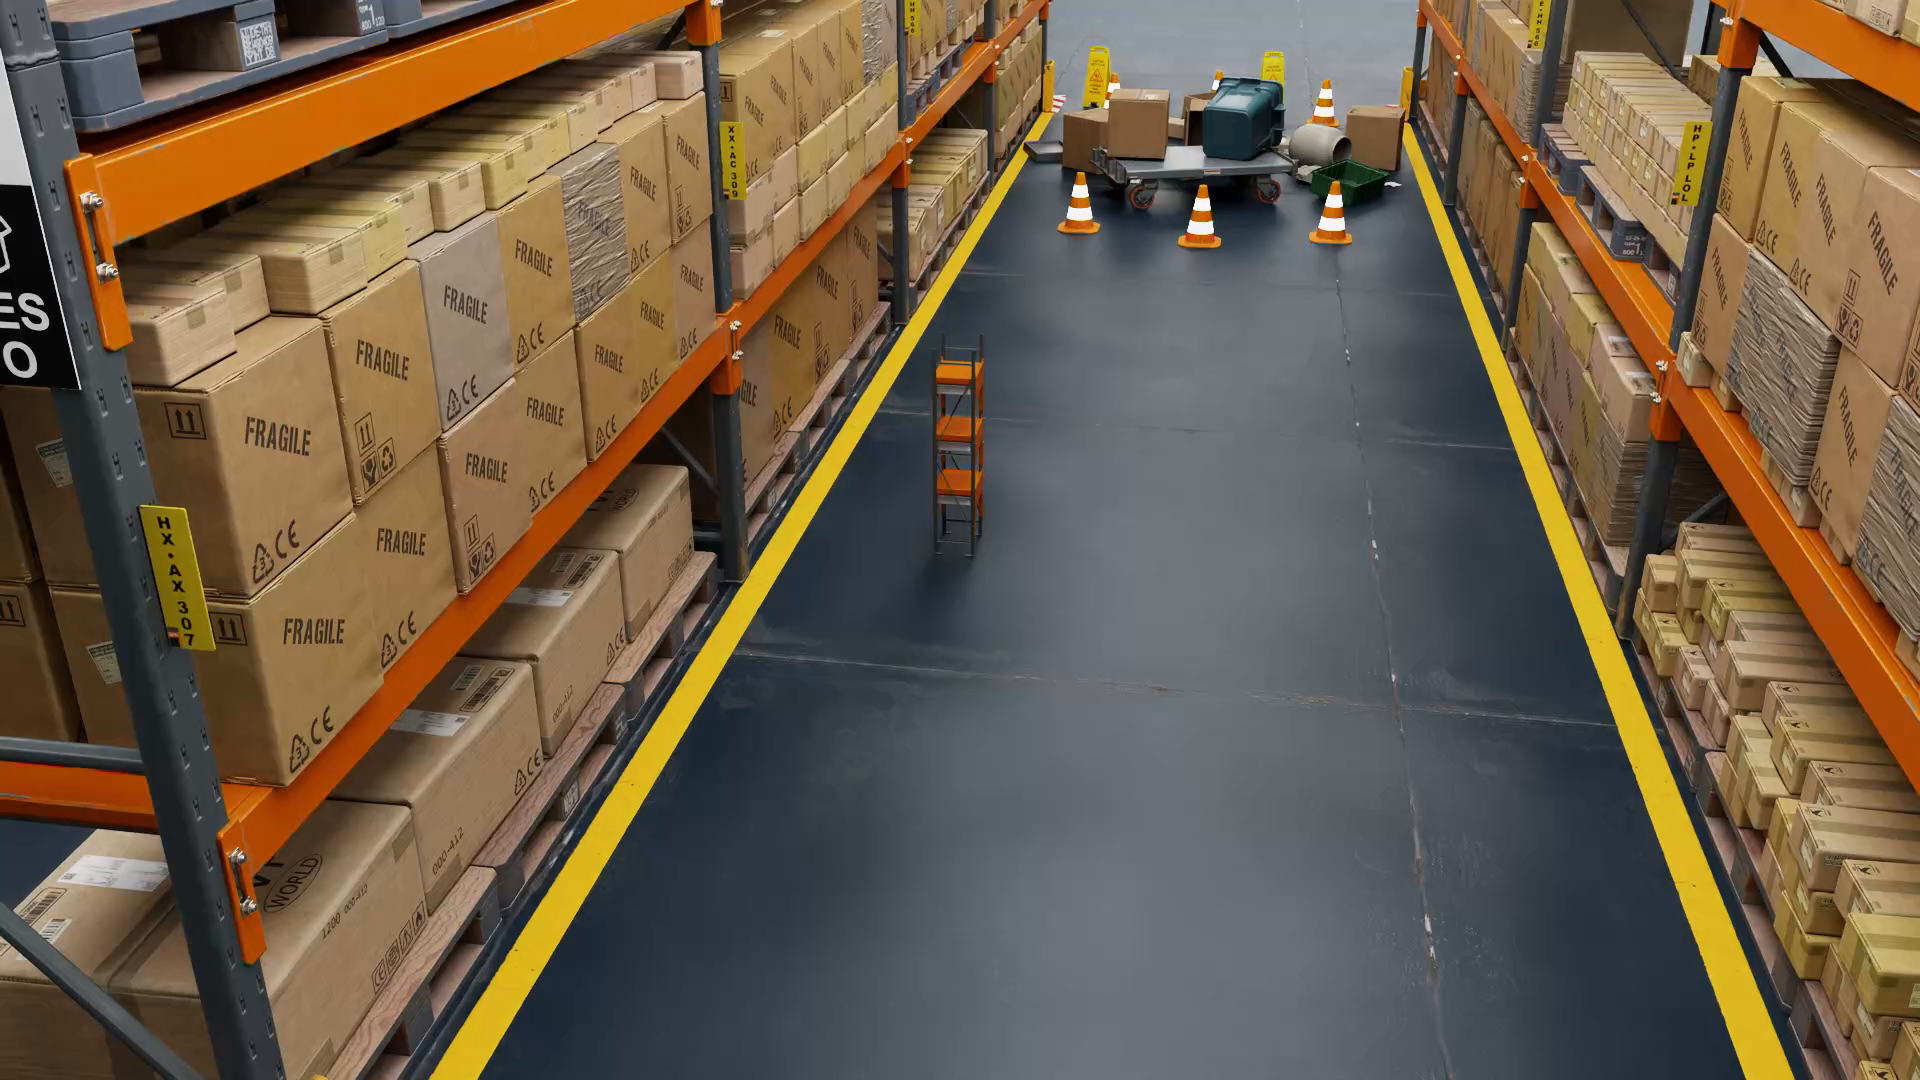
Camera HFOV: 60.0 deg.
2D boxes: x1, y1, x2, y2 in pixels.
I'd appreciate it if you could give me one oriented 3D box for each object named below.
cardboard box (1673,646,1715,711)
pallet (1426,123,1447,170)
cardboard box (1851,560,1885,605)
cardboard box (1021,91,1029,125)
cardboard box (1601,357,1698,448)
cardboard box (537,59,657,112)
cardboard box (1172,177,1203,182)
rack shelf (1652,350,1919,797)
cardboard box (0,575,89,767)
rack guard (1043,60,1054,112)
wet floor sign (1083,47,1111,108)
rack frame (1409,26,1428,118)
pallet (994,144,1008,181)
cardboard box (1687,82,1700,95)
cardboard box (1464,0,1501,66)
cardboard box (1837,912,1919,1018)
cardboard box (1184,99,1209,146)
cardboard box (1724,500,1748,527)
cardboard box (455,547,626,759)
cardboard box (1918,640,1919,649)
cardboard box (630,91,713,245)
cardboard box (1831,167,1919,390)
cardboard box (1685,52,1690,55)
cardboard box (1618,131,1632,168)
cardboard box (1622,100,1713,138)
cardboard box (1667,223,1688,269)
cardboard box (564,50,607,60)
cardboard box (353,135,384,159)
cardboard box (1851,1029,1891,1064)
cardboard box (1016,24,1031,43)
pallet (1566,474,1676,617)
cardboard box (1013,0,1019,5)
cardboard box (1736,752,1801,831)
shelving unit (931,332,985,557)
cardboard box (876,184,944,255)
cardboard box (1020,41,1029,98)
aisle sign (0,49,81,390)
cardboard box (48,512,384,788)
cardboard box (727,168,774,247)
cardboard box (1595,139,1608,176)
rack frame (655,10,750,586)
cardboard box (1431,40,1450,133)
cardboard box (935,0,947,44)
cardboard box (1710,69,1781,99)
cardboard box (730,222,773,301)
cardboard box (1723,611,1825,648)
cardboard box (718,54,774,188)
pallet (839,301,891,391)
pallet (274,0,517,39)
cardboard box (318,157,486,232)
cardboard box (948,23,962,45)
[{"bbox_3d":[2.988,0.546,6.413,0.380,0.149,0.250,4,25,8],"label":"cardboard box"},{"bbox_3d":[5.103,-3.811,16.144,1.003,0.211,1.213,4,25,9],"label":"pallet"},{"bbox_3d":[2.843,0.082,4.833,0.380,0.149,0.250,4,25,9],"label":"cardboard box"},{"bbox_3d":[0.419,-4.376,16.810,0.500,0.250,0.500,3,25,7],"label":"cardboard box"},{"bbox_3d":[3.270,-0.631,7.628,0.500,0.250,0.500,3,25,7],"label":"cardboard box"},{"bbox_3d":[-1.389,-1.743,6.373,0.380,0.149,0.250,5,25,10],"label":"cardboard box"},{"bbox_3d":[2.055,-3.504,15.424,0.258,0.266,0.396,-14,29,-27],"label":"cardboard box"},{"bbox_3d":[3.070,0.258,5.009,1.077,0.370,4.000,4,25,9],"label":"rack shelf"},{"bbox_3d":[-2.339,0.203,4.161,0.500,0.500,0.500,4,25,9],"label":"cardboard box"},{"bbox_3d":[0.446,-5.060,18.470,1.175,0.500,0.348,4,25,9],"label":"rack guard"},{"bbox_3d":[1.545,-5.163,18.518,0.267,0.644,0.232,13,28,26],"label":"wet floor sign"},{"bbox_3d":[5.358,-5.923,17.365,1.000,3.000,0.127,4,25,9],"label":"rack frame"},{"bbox_3d":[-0.120,-3.571,15.630,1.003,0.211,1.213,4,25,9],"label":"pallet"},{"bbox_3d":[4.420,-2.550,9.610,0.380,0.149,0.250,5,25,10],"label":"cardboard box"},{"bbox_3d":[4.353,-4.094,13.340,0.500,0.500,0.500,4,25,9],"label":"cardboard box"},{"bbox_3d":[2.595,1.143,4.435,0.380,0.149,0.250,3,25,7],"label":"cardboard box"},{"bbox_3d":[2.524,-3.853,15.727,0.797,0.637,0.503,4,25,9],"label":"cardboard box"},{"bbox_3d":[3.780,-0.253,7.705,0.500,0.500,0.500,5,26,11],"label":"cardboard box"},{"bbox_3d":[-1.857,0.395,6.395,0.875,0.438,0.875,3,25,7],"label":"cardboard box"},{"bbox_3d":[2.652,0.168,3.884,0.500,0.500,0.500,4,25,8],"label":"cardboard box"},{"bbox_3d":[-1.307,-1.486,6.590,0.500,0.500,0.500,4,25,8],"label":"cardboard box"},{"bbox_3d":[2.815,-0.724,4.610,0.500,0.500,0.500,3,25,7],"label":"cardboard box"},{"bbox_3d":[4.471,-3.004,11.012,0.500,0.500,0.500,4,25,8],"label":"cardboard box"},{"bbox_3d":[3.525,-1.948,8.324,0.380,0.149,0.250,5,26,10],"label":"cardboard box"},{"bbox_3d":[3.527,-2.089,8.274,0.380,0.149,0.250,4,25,8],"label":"cardboard box"},{"bbox_3d":[3.309,-1.269,7.224,0.380,0.149,0.250,4,25,9],"label":"cardboard box"},{"bbox_3d":[-1.677,-1.907,7.489,0.500,0.500,0.500,5,26,10],"label":"cardboard box"},{"bbox_3d":[-2.078,-1.247,5.313,0.380,0.149,0.250,4,25,9],"label":"cardboard box"},{"bbox_3d":[2.694,1.416,4.554,0.380,0.149,0.250,4,25,8],"label":"cardboard box"},{"bbox_3d":[0.502,-5.076,16.654,0.380,0.149,0.250,5,26,11],"label":"cardboard box"},{"bbox_3d":[3.523,0.033,7.930,1.003,0.211,1.213,4,25,9],"label":"pallet"},{"bbox_3d":[0.306,-5.316,15.600,0.500,0.500,0.500,4,25,8],"label":"cardboard box"},{"bbox_3d":[2.781,0.837,5.441,0.380,0.149,0.250,4,25,9],"label":"cardboard box"},{"bbox_3d":[-0.009,-0.453,7.980,0.215,1.050,0.252,4,25,9],"label":"shelving unit"},{"bbox_3d":[-0.634,-2.423,12.492,0.950,0.372,0.625,4,25,8],"label":"cardboard box"},{"bbox_3d":[0.413,-4.726,16.672,0.500,0.500,0.500,3,25,7],"label":"cardboard box"},{"bbox_3d":[-1.882,-0.659,3.053,0.394,0.787,0.004,4,25,9],"label":"aisle sign"},{"bbox_3d":[-1.795,0.242,4.077,0.500,0.500,0.500,4,25,8],"label":"cardboard box"},{"bbox_3d":[-1.153,-1.528,7.563,0.500,0.250,0.500,3,25,7],"label":"cardboard box"},{"bbox_3d":[3.607,-2.031,8.851,0.380,0.149,0.250,5,26,10],"label":"cardboard box"},{"bbox_3d":[-1.503,-1.205,7.286,1.000,3.000,0.127,4,25,9],"label":"rack frame"},{"bbox_3d":[5.171,-4.495,16.325,0.875,0.875,0.875,4,25,8],"label":"cardboard box"},{"bbox_3d":[-0.389,-3.861,11.996,0.500,0.500,0.500,4,25,9],"label":"cardboard box"},{"bbox_3d":[4.337,-2.472,9.092,0.380,0.149,0.250,5,26,10],"label":"cardboard box"},{"bbox_3d":[-1.170,-1.303,7.672,0.500,0.250,0.500,3,25,7],"label":"cardboard box"},{"bbox_3d":[3.020,0.388,6.048,0.380,0.149,0.250,3,25,7],"label":"cardboard box"},{"bbox_3d":[-1.147,-1.867,7.403,0.500,0.500,0.500,4,25,9],"label":"cardboard box"},{"bbox_3d":[-1.052,-1.290,10.758,1.003,0.211,1.213,4,25,9],"label":"pallet"},{"bbox_3d":[-1.848,-1.673,4.852,1.003,0.211,1.213,4,25,9],"label":"pallet"},{"bbox_3d":[-1.599,-0.995,4.774,0.380,0.149,0.250,4,25,9],"label":"cardboard box"},{"bbox_3d":[-0.188,-3.967,12.988,0.380,0.149,0.250,4,25,8],"label":"cardboard box"}]
